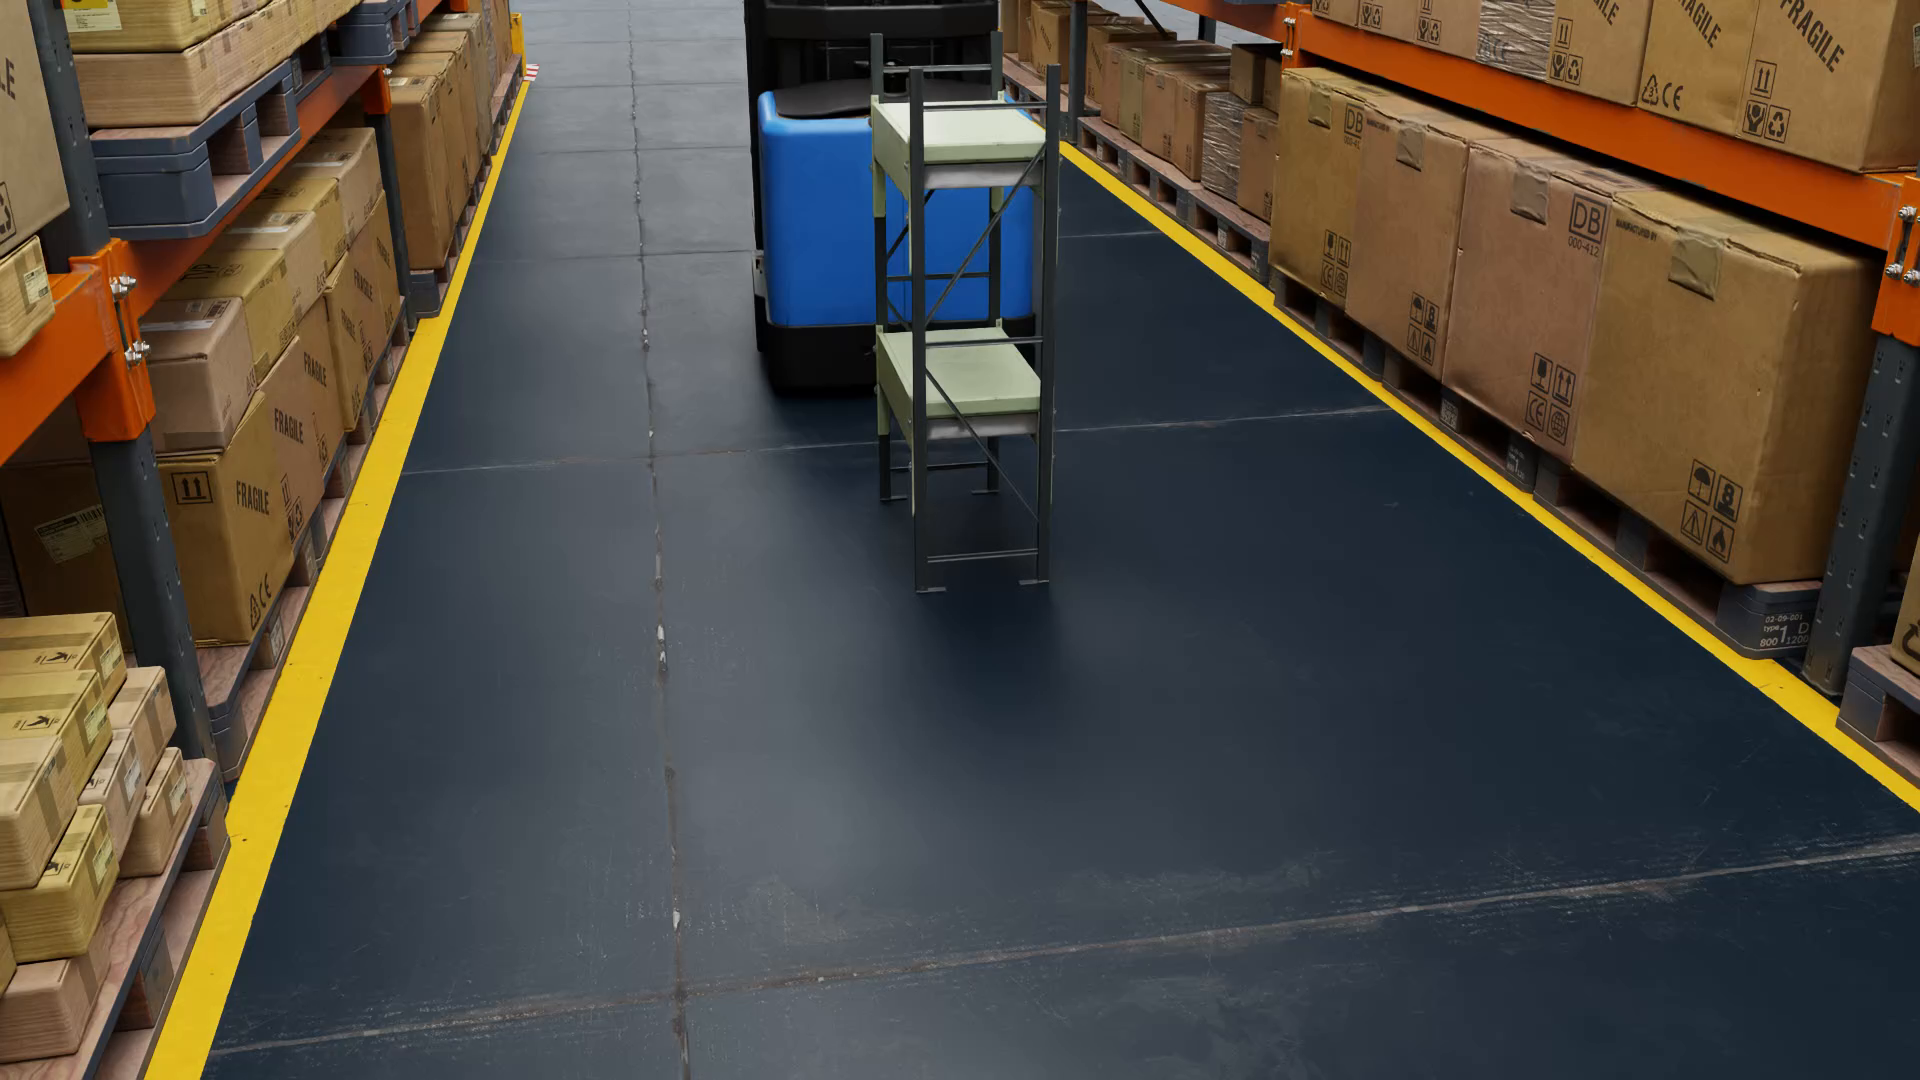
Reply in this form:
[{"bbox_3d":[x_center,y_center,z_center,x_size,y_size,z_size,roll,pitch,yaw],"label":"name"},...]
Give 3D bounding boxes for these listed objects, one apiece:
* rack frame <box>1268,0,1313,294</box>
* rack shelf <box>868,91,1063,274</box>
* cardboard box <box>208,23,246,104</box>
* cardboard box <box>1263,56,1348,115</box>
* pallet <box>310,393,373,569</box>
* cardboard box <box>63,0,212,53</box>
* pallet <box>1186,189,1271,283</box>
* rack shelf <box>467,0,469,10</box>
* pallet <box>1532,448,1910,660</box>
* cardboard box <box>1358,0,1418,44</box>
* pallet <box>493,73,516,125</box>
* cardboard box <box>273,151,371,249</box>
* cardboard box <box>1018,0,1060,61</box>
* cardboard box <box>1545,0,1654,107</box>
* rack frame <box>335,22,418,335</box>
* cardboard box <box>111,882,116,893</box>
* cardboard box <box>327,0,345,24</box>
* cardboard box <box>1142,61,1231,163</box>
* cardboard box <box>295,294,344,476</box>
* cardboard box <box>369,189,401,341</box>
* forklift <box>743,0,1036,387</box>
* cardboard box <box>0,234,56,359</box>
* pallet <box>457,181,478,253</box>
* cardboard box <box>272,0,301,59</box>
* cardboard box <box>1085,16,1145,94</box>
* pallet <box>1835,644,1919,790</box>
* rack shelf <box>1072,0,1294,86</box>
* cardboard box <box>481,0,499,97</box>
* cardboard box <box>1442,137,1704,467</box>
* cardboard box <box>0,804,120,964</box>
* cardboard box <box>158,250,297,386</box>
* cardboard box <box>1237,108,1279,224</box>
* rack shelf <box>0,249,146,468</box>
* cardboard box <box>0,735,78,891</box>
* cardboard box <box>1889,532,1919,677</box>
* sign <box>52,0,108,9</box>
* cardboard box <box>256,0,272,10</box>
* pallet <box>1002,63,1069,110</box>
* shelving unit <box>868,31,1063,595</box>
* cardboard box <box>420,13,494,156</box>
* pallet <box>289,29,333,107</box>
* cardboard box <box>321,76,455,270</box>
[{"bbox_3d":[1.989,-2.595,7.443,1.000,3.000,0.127,-4,24,-10],"label":"rack frame"},{"bbox_3d":[-0.001,-1.048,4.800,0.431,0.370,0.720,-4,24,-10],"label":"rack shelf"},{"bbox_3d":[-1.842,-1.069,3.739,0.380,0.149,0.250,-4,24,-9],"label":"cardboard box"},{"bbox_3d":[1.836,-2.256,8.304,0.500,0.250,0.500,-3,24,-8],"label":"cardboard box"},{"bbox_3d":[-2.539,-0.203,5.451,1.003,0.211,1.213,-4,24,-10],"label":"pallet"},{"bbox_3d":[-1.785,-1.097,3.431,0.380,0.149,0.250,-4,24,-9],"label":"cardboard box"},{"bbox_3d":[1.846,-1.624,8.705,1.003,0.211,1.213,-4,24,-10],"label":"pallet"},{"bbox_3d":[-4.013,-4.298,12.241,1.077,0.370,4.000,-4,24,-10],"label":"rack shelf"},{"bbox_3d":[2.512,-0.041,5.081,1.003,0.211,1.213,-4,24,-10],"label":"pallet"},{"bbox_3d":[1.909,-2.227,6.475,0.500,0.500,0.500,-5,24,-11],"label":"cardboard box"},{"bbox_3d":[-3.936,-3.349,12.653,1.003,0.211,1.213,-4,24,-10],"label":"pallet"},{"bbox_3d":[-2.416,-1.211,5.936,0.500,0.250,0.500,-4,24,-9],"label":"cardboard box"},{"bbox_3d":[0.753,-4.309,13.967,0.500,0.500,0.500,2,24,4],"label":"cardboard box"},{"bbox_3d":[2.186,-1.631,5.112,0.500,0.500,0.500,-5,24,-10],"label":"cardboard box"},{"bbox_3d":[-2.904,-2.267,6.694,1.000,3.000,0.127,-4,24,-10],"label":"rack frame"},{"bbox_3d":[-1.791,0.657,3.034,0.380,0.149,0.250,-4,24,-8],"label":"cardboard box"},{"bbox_3d":[-2.129,-1.680,5.138,0.380,0.149,0.250,-4,24,-8],"label":"cardboard box"},{"bbox_3d":[1.516,-2.572,9.965,0.700,0.500,0.500,-6,24,-14],"label":"cardboard box"},{"bbox_3d":[-2.250,-0.464,5.164,0.500,0.500,0.500,-4,24,-9],"label":"cardboard box"},{"bbox_3d":[-2.525,-1.075,6.562,0.500,0.500,0.500,-4,24,-10],"label":"cardboard box"},{"bbox_3d":[-0.412,-2.491,7.291,1.130,2.935,3.031,-3,24,-7],"label":"forklift"},{"bbox_3d":[-1.727,-0.391,2.711,0.380,0.149,0.250,-5,24,-11],"label":"cardboard box"},{"bbox_3d":[-3.198,-1.784,9.071,1.003,0.211,1.213,-4,24,-10],"label":"pallet"},{"bbox_3d":[-1.977,-1.366,4.420,0.380,0.149,0.250,-5,24,-12],"label":"cardboard box"},{"bbox_3d":[1.102,-3.600,12.344,0.500,0.500,0.500,3,24,7],"label":"cardboard box"},{"bbox_3d":[2.793,0.561,3.701,1.003,0.211,1.213,-4,24,-10],"label":"pallet"},{"bbox_3d":[1.619,-3.052,9.388,1.077,0.370,4.000,-4,24,-10],"label":"rack shelf"},{"bbox_3d":[-3.861,-3.666,12.027,0.875,0.875,0.875,-4,24,-9],"label":"cardboard box"},{"bbox_3d":[2.425,-0.842,5.560,1.225,0.875,0.875,-5,24,-12],"label":"cardboard box"},{"bbox_3d":[-1.664,0.594,2.809,0.380,0.149,0.250,-5,24,-12],"label":"cardboard box"},{"bbox_3d":[-2.142,-0.604,4.547,0.500,0.250,0.500,-4,24,-8],"label":"cardboard box"},{"bbox_3d":[1.846,-1.913,8.456,0.700,0.500,0.500,-6,24,-13],"label":"cardboard box"},{"bbox_3d":[-1.794,0.422,1.434,1.077,0.370,4.000,-4,24,-10],"label":"rack shelf"},{"bbox_3d":[-1.703,0.463,2.736,0.380,0.149,0.250,-5,24,-10],"label":"cardboard box"},{"bbox_3d":[2.772,0.025,3.574,0.875,0.875,0.875,-4,24,-10],"label":"cardboard box"},{"bbox_3d":[-1.632,-1.134,3.017,0.100,0.325,0.005,-4,24,-10],"label":"sign"},{"bbox_3d":[-1.932,-1.402,4.130,0.380,0.149,0.250,-5,24,-12],"label":"cardboard box"},{"bbox_3d":[0.862,-3.633,13.304,1.003,0.211,1.213,-4,24,-10],"label":"pallet"},{"bbox_3d":[-0.001,-0.690,4.956,0.431,1.500,0.755,-4,24,-10],"label":"shelving unit"},{"bbox_3d":[-3.440,-2.765,10.119,1.050,0.750,0.750,-4,24,-10],"label":"cardboard box"},{"bbox_3d":[-2.498,-1.404,4.956,1.003,0.211,1.213,-4,24,-10],"label":"pallet"},{"bbox_3d":[-2.928,-1.675,7.624,1.050,0.750,0.750,-5,24,-10],"label":"cardboard box"}]
